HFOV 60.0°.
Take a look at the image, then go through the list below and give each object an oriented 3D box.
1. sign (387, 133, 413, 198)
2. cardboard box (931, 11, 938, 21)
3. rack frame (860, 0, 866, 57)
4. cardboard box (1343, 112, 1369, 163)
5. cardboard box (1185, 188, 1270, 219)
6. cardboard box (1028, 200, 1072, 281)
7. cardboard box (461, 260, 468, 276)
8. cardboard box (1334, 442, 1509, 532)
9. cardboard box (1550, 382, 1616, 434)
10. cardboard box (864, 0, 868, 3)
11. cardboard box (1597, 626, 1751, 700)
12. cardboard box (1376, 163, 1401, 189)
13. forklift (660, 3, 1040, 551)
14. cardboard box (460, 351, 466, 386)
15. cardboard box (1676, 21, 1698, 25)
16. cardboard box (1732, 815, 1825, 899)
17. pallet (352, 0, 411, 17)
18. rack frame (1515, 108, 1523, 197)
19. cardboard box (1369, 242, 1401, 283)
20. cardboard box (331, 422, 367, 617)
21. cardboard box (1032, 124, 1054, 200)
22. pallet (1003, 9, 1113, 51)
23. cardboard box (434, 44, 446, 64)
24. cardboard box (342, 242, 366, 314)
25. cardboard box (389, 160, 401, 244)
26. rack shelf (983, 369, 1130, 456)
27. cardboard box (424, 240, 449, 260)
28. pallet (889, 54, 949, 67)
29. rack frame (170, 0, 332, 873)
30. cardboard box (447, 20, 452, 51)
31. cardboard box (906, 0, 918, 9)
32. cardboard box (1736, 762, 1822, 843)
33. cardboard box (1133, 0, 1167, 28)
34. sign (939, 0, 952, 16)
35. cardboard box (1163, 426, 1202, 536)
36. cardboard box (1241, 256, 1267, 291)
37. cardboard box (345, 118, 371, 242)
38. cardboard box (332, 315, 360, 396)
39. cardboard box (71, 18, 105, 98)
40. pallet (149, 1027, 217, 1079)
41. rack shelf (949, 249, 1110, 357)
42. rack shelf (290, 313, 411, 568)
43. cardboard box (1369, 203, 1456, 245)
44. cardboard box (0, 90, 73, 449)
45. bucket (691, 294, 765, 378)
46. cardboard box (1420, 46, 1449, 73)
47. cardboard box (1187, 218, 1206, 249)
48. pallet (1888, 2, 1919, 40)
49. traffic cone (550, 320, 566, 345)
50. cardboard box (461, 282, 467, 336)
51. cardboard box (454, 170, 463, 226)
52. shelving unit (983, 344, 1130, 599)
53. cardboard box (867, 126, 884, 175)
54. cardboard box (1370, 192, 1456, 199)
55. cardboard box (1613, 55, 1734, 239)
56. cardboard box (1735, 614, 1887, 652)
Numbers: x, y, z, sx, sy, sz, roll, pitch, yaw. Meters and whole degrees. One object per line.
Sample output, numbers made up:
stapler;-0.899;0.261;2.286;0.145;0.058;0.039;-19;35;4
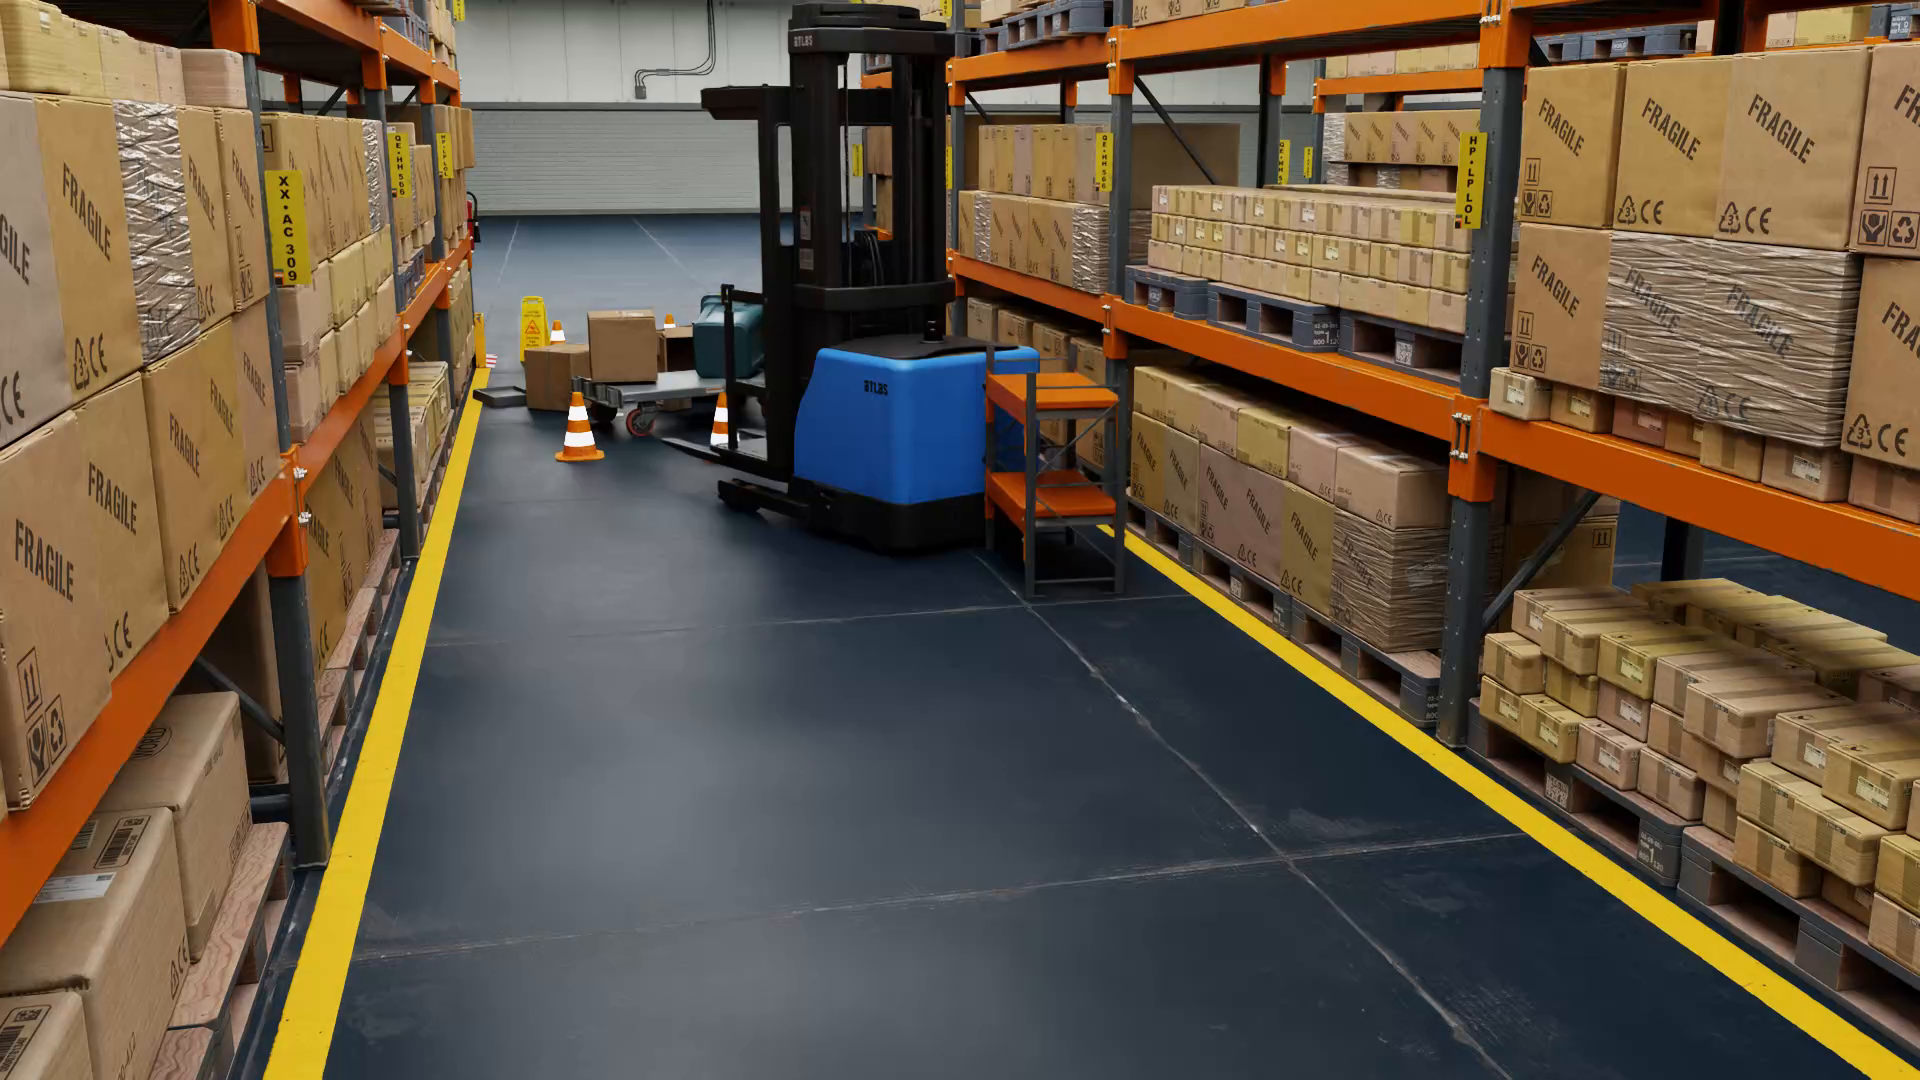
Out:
sign;-2.884;-1.929;8.565;0.100;0.325;0.005;-3;14;-13
cardboard box;-0.030;-4.269;13.695;0.380;0.149;0.250;-3;14;-12
rack frame;-0.513;-6.394;16.639;1.000;3.000;0.127;-3;14;-13
cardboard box;4.307;-4.154;17.166;0.500;0.500;0.500;-3;14;-13
cardboard box;1.405;-1.769;8.740;0.380;0.149;0.250;-3;14;-13
cardboard box;0.766;-2.002;11.093;0.500;0.500;0.500;-4;14;-14
cardboard box;-4.708;-2.477;15.209;0.380;0.149;0.250;-3;14;-12
cardboard box;1.884;-0.223;6.823;0.500;0.250;0.500;-4;14;-15
cardboard box;2.186;-0.451;5.481;0.380;0.149;0.250;-3;14;-12
cardboard box;-0.744;-5.360;16.481;0.380;0.149;0.250;-3;14;-13
cardboard box;2.299;0.394;5.364;0.380;0.149;0.250;-3;14;-14
cardboard box;4.744;-3.571;16.888;0.875;0.500;0.500;-3;14;-13
forklift;-0.840;-1.658;10.039;1.130;2.935;3.031;-11;17;-37
cardboard box;-4.374;-1.400;13.746;0.500;0.250;0.500;-2;14;-10
cardboard box;5.507;-4.190;12.836;0.797;0.503;0.637;-3;14;-11
cardboard box;2.422;0.868;4.675;0.380;0.149;0.250;-4;14;-15
pallet;-3.219;-2.555;7.643;1.213;0.211;1.003;-3;14;-11
rack frame;5.271;-2.810;14.610;1.000;3.000;0.127;-3;14;-13
cardboard box;1.901;-1.137;6.779;0.380;0.149;0.250;-3;14;-11
cardboard box;-3.135;-0.137;7.260;0.875;0.875;0.875;-3;14;-13
cardboard box;0.907;-2.626;11.536;0.700;0.500;0.500;-3;14;-14
pallet;0.897;-3.403;11.115;1.003;0.211;1.213;-3;14;-11
cardboard box;-4.414;-3.981;13.611;0.380;0.149;0.250;-4;14;-14
cardboard box;-2.675;-1.053;6.679;0.500;0.250;0.500;-4;14;-15
cardboard box;-3.303;-1.849;8.953;0.500;0.500;0.500;-4;14;-15
rack shelf;0.479;-0.672;8.573;0.538;0.278;1.000;-2;14;-10
cardboard box;-4.124;-2.227;12.750;0.380;0.149;0.250;-3;14;-13
pallet;-0.039;-4.442;15.153;1.003;0.211;1.213;-3;14;-13
rack frame;-2.483;-0.412;4.795;1.000;3.000;0.127;-3;14;-13
cardboard box;-4.676;-4.371;14.367;0.500;0.250;0.500;-3;14;-12
cardboard box;-0.173;-4.670;14.495;0.500;0.250;0.500;-3;14;-14
cardboard box;2.418;0.723;4.644;0.380;0.149;0.250;-3;14;-14
cardboard box;1.241;-2.994;8.829;0.500;0.500;0.500;-3;14;-13
sign;-0.113;-4.273;13.019;0.100;0.325;0.005;-3;14;-13
cardboard box;1.405;-0.331;8.844;0.500;0.500;0.500;-3;14;-13
cardboard box;1.588;-1.296;8.057;0.380;0.149;0.250;-3;14;-12
cardboard box;-2.808;-1.532;7.060;0.500;0.500;0.500;-3;14;-13
cardboard box;-2.557;-0.694;6.265;0.500;0.250;0.500;-3;14;-14
cardboard box;-1.862;-0.910;3.148;0.380;0.149;0.250;-4;14;-14
pallet;-2.090;1.404;3.236;1.003;0.211;1.213;-3;14;-13
rack shelf;0.896;-1.746;11.771;1.077;0.370;4.000;-3;14;-13
rack shelf;-2.953;-0.524;6.769;1.077;0.370;4.000;-3;14;-13
cardboard box;1.898;-1.286;6.762;0.380;0.149;0.250;-4;14;-15
cardboard box;-1.636;-0.388;2.376;0.500;0.500;0.500;-3;14;-14
bucket;-1.847;-1.608;13.385;0.726;0.611;0.620;2;24;6
cardboard box;4.673;-4.524;15.618;0.500;0.250;0.500;-3;14;-14
cardboard box;1.416;-1.614;8.733;0.380;0.149;0.250;-4;14;-15
pallet;6.413;-3.107;9.904;1.213;0.211;1.003;-3;14;-11
traffic cone;-3.946;-1.921;16.316;0.336;0.463;0.334;-3;14;-13
cardboard box;-4.622;-2.006;14.647;0.500;0.500;0.500;-4;14;-15
cardboard box;-4.679;-3.033;14.682;0.500;0.500;0.500;-3;14;-13
shelving unit;0.479;-0.387;8.643;0.538;1.125;1.048;-2;14;-10
cardboard box;-0.464;-3.990;16.846;0.875;0.550;0.550;-3;14;-13
cardboard box;2.228;-1.620;8.127;0.380;0.149;0.250;-3;14;-10
cardboard box;2.311;-1.154;4.886;0.500;0.500;0.500;-4;14;-15
cardboard box;2.806;0.361;5.496;0.380;0.149;0.250;-3;14;-14
